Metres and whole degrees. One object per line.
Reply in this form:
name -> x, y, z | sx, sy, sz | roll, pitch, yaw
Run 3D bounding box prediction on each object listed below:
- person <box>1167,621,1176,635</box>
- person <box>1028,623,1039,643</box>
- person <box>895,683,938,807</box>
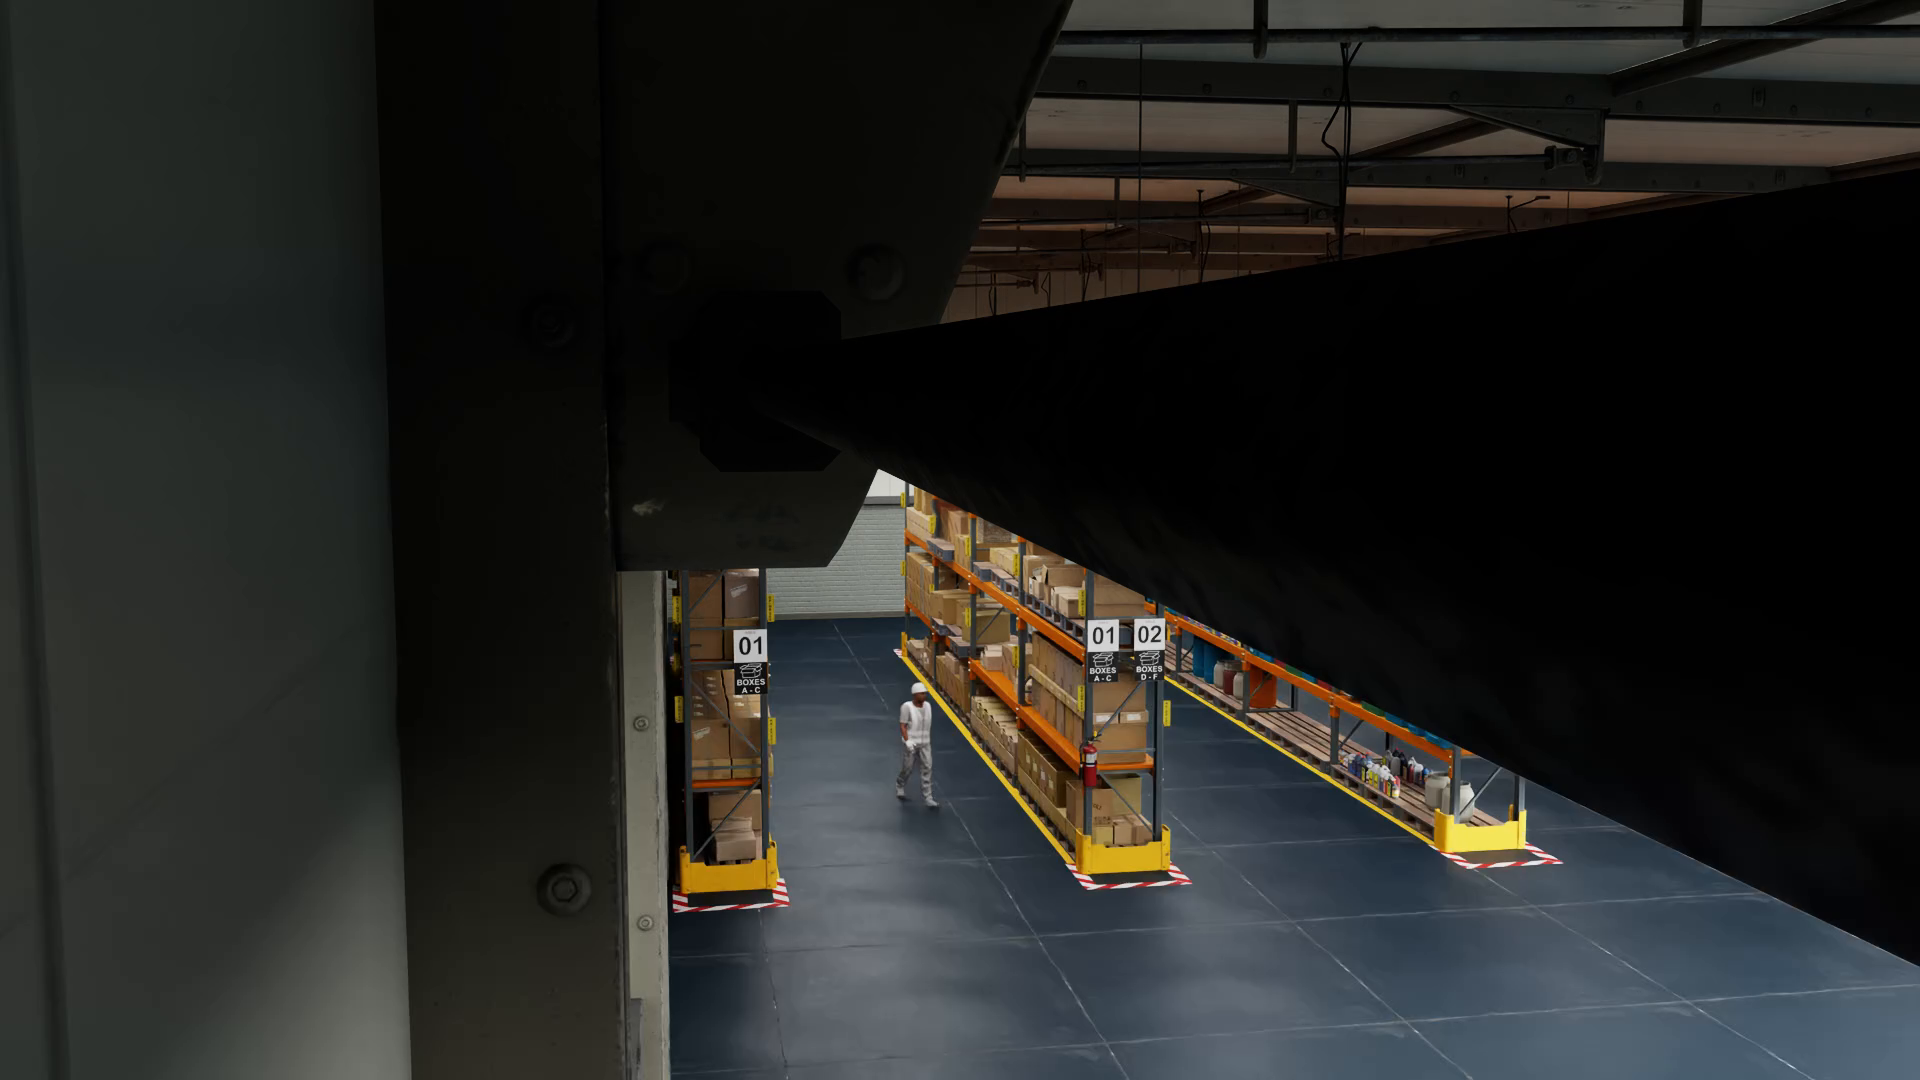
person -> 4.883, 1.426, 39.195 | 0.617, 1.668, 0.490 | 1, 6, 12
person -> 1.478, 1.942, 34.664 | 0.468, 1.601, 0.370 | 2, 6, 15
person -> -0.587, 2.958, 24.151 | 0.621, 1.751, 0.941 | -5, 7, -37
